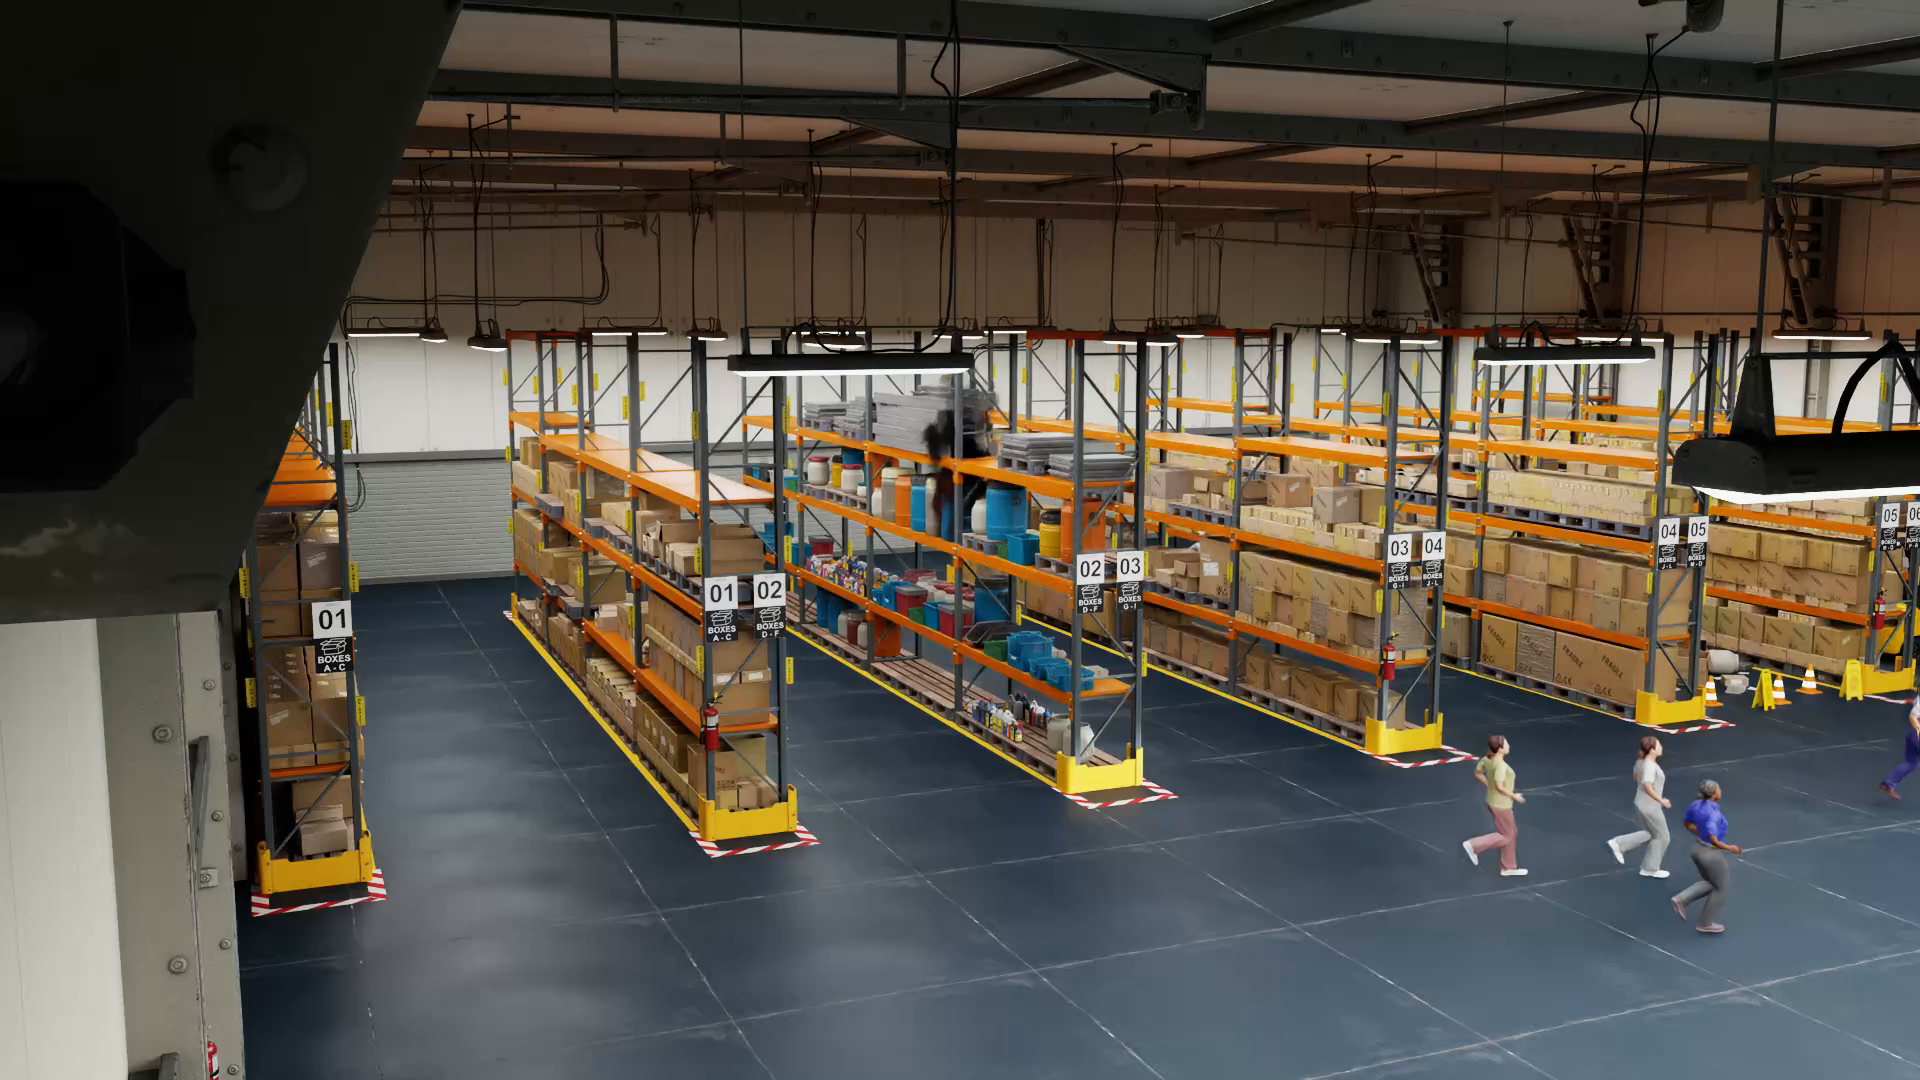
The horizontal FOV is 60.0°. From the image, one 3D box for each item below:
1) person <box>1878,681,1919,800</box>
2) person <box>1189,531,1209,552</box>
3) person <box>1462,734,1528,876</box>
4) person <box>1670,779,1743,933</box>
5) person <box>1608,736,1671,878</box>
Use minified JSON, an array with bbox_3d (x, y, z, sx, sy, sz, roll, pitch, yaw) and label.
[{"bbox_3d":[12.354,2.609,21.356,0.895,1.671,0.594,2,8,12],"label":"person"},{"bbox_3d":[5.212,0.655,35.420,0.660,1.740,0.580,-3,8,-23],"label":"person"},{"bbox_3d":[6.029,2.988,18.727,0.776,1.637,0.579,-1,8,-4],"label":"person"},{"bbox_3d":[7.644,3.232,17.026,0.584,1.603,0.573,0,8,-3],"label":"person"},{"bbox_3d":[7.672,2.990,18.696,0.655,1.627,0.585,1,8,8],"label":"person"}]
